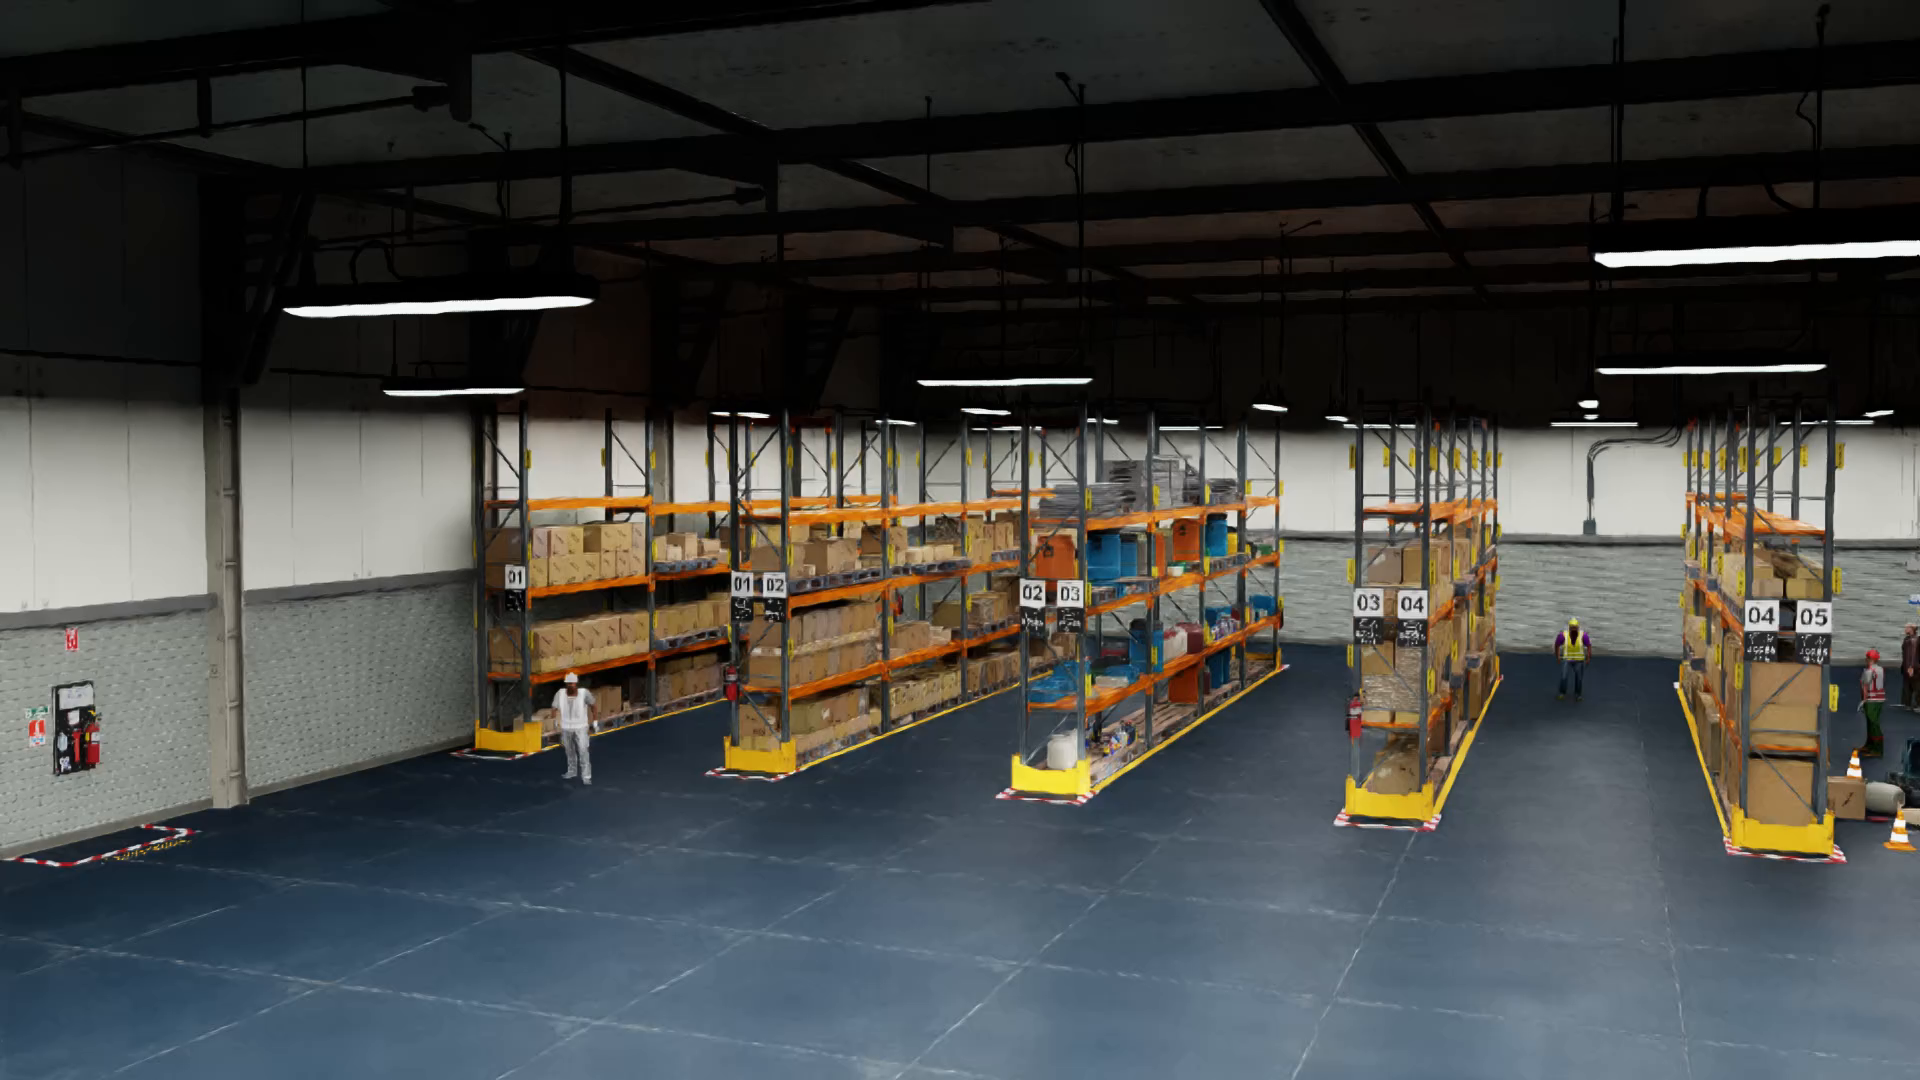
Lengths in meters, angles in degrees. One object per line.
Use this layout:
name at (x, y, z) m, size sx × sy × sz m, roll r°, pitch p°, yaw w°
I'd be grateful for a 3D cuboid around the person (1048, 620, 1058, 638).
person at (2.554, 2.008, 42.959) m, size 0.711 × 1.784 × 0.535 m, roll -2°, pitch 3°, yaw -34°

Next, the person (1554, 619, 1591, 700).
person at (12.700, 2.475, 34.492) m, size 0.708 × 1.714 × 0.578 m, roll 1°, pitch 3°, yaw 20°

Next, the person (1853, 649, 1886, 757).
person at (15.350, 2.730, 28.049) m, size 0.653 × 1.786 × 0.569 m, roll -2°, pitch 4°, yaw -39°

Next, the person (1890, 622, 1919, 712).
person at (18.857, 2.504, 33.002) m, size 0.641 × 1.776 × 0.722 m, roll 1°, pitch 3°, yaw 25°

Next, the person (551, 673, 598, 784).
person at (-5.946, 2.885, 25.698) m, size 0.702 × 1.718 × 0.843 m, roll 0°, pitch 3°, yaw 5°
